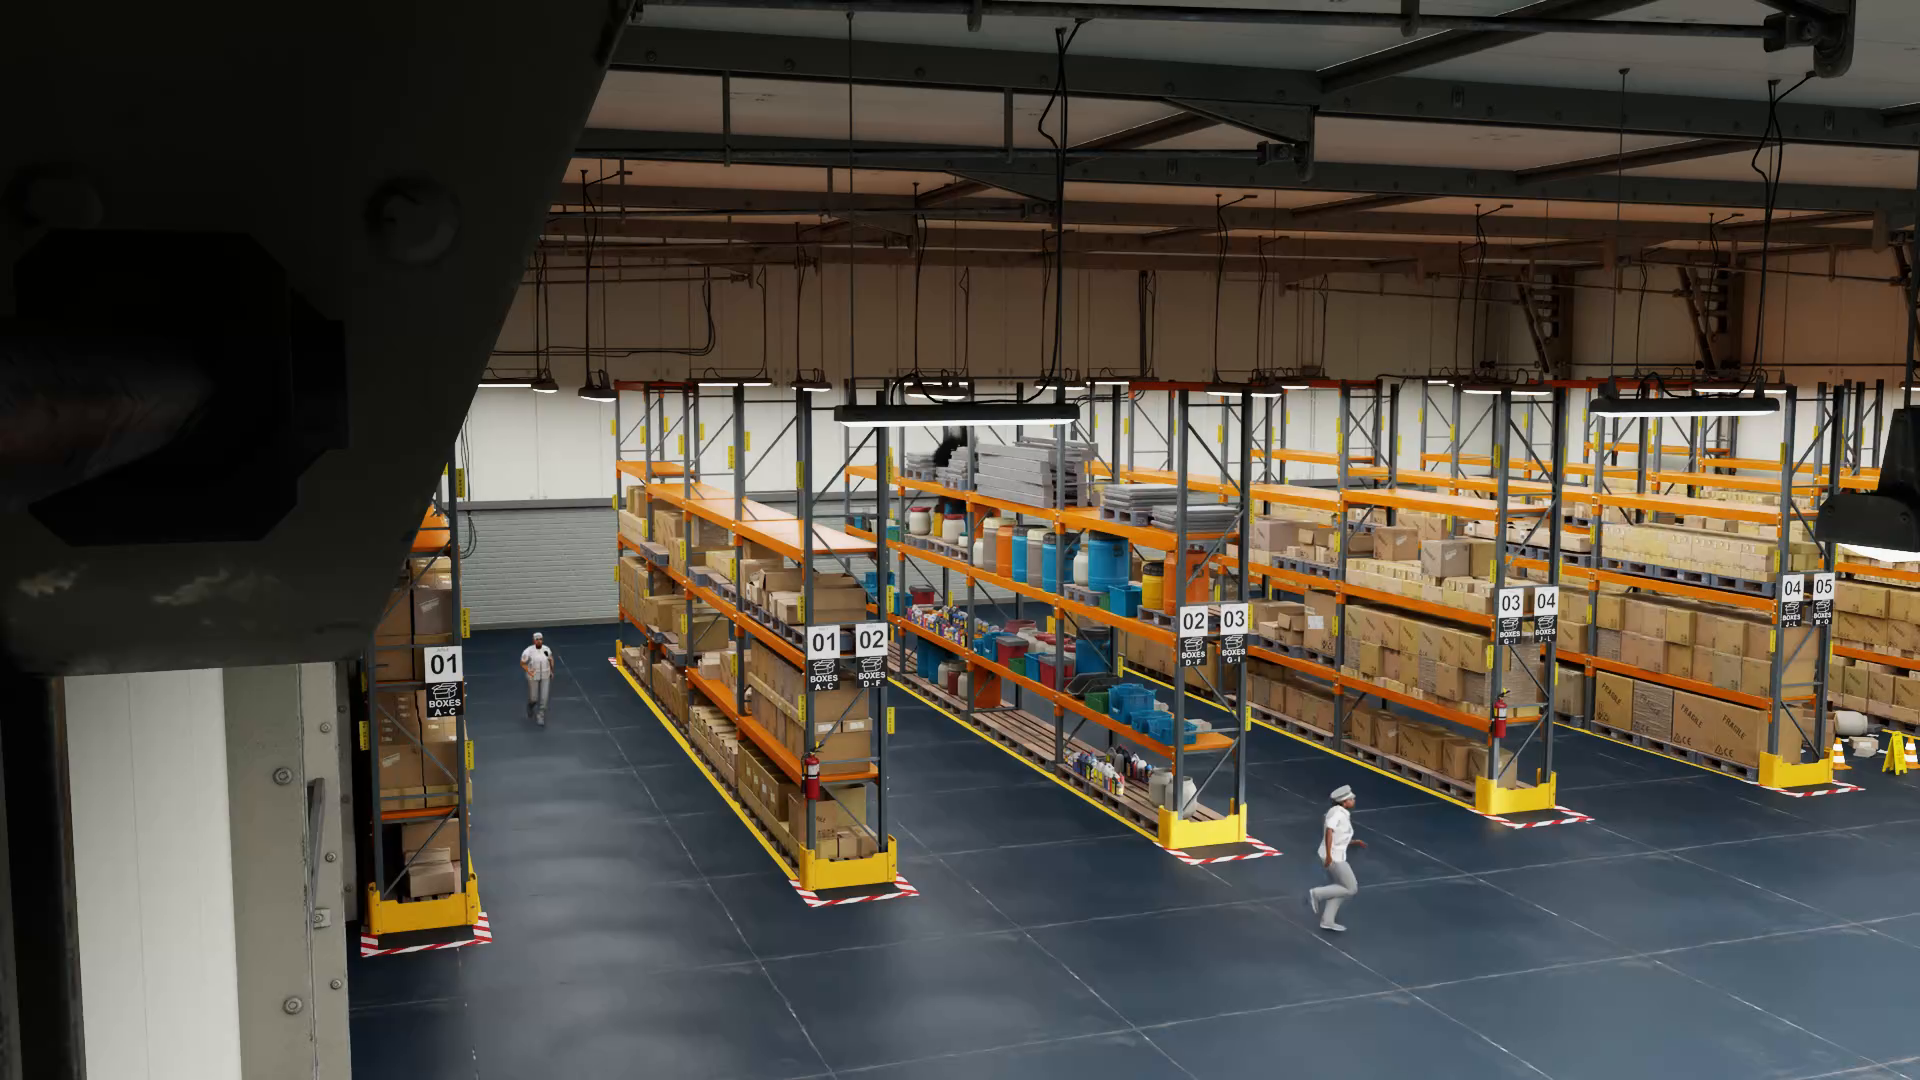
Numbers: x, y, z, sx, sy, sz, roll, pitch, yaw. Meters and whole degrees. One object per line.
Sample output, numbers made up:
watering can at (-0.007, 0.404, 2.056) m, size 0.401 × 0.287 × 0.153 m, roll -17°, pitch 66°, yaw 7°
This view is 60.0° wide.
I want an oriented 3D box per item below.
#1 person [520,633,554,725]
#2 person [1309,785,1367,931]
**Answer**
person at (-7.439, 2.428, 29.325) m, size 0.595 × 1.622 × 0.561 m, roll -3°, pitch 7°, yaw -29°
person at (4.241, 3.565, 18.620) m, size 0.641 × 1.649 × 0.615 m, roll 1°, pitch 6°, yaw 5°
